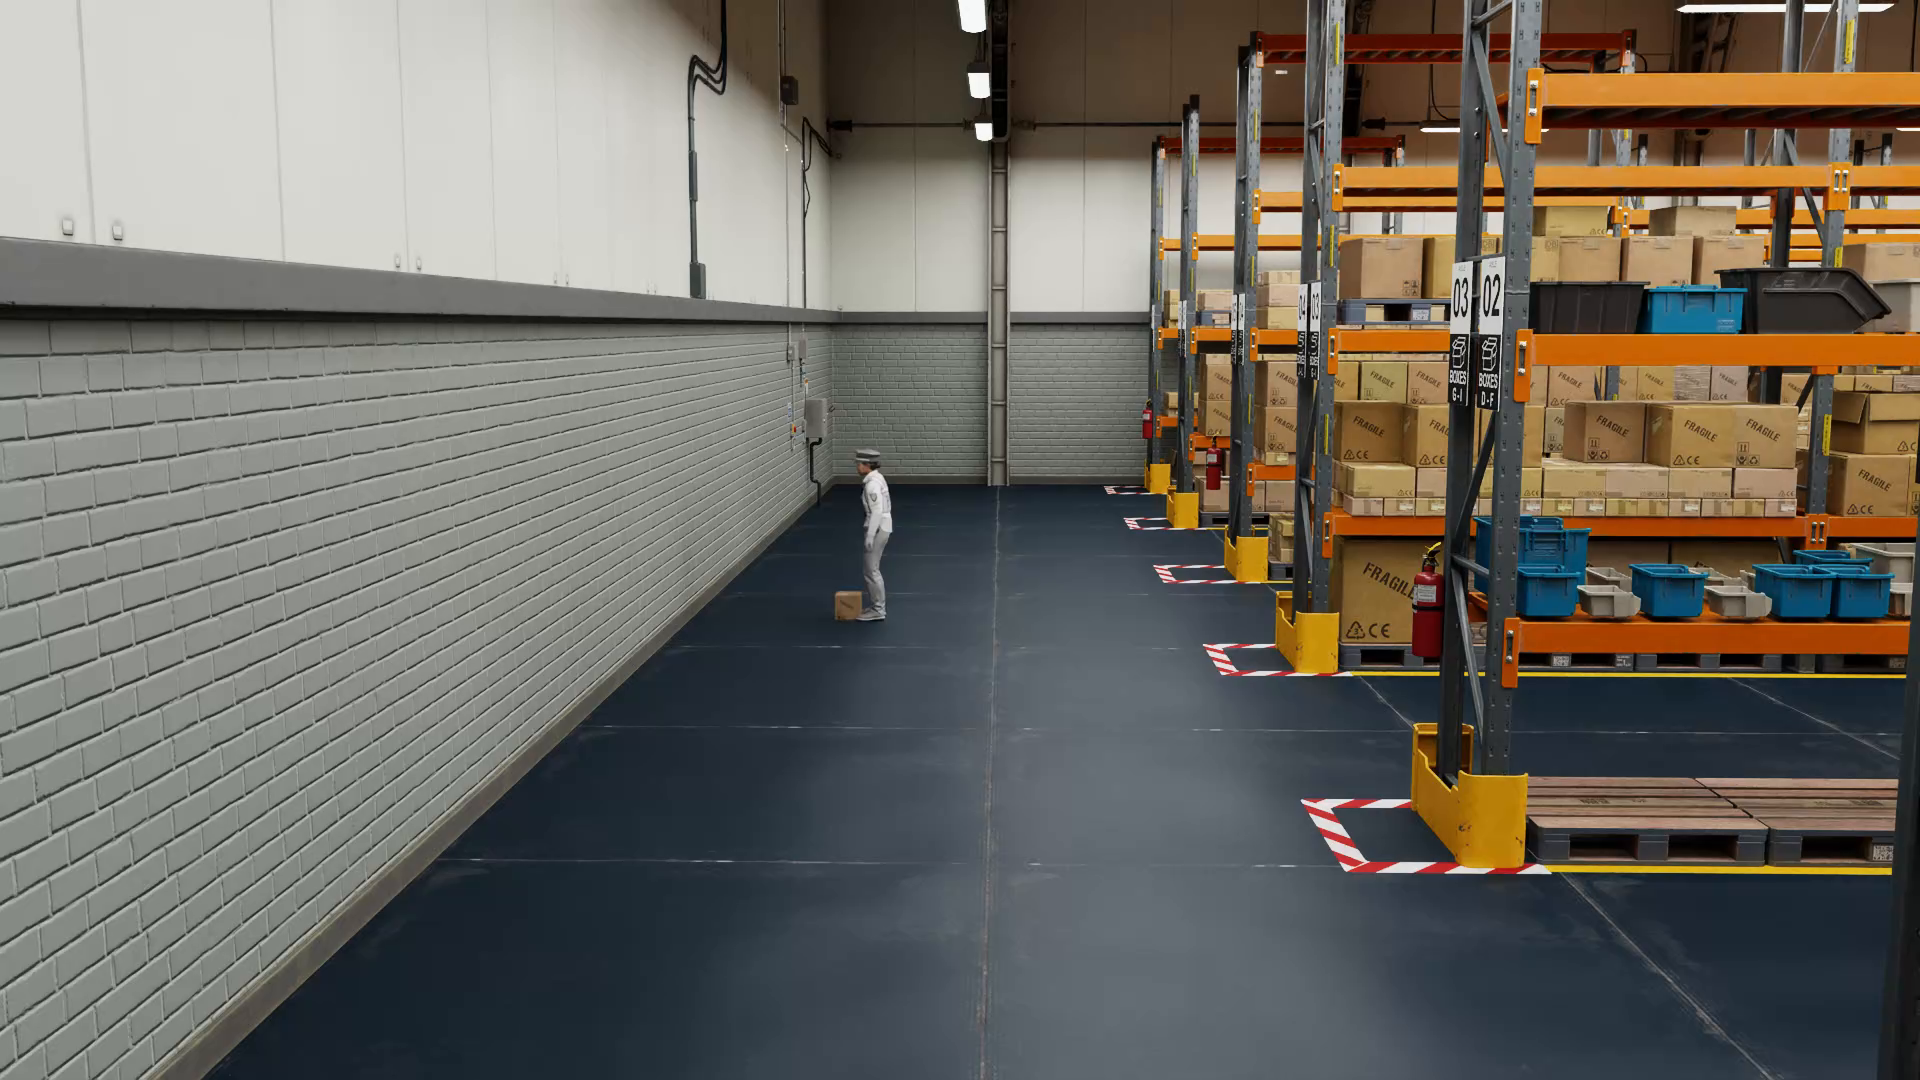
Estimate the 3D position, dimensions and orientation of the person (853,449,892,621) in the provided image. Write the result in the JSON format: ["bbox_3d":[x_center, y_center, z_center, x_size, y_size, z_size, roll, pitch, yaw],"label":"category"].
[{"bbox_3d":[-0.845,-0.055,16.194,0.371,1.662,0.522,0,7,-1],"label":"person"}]
